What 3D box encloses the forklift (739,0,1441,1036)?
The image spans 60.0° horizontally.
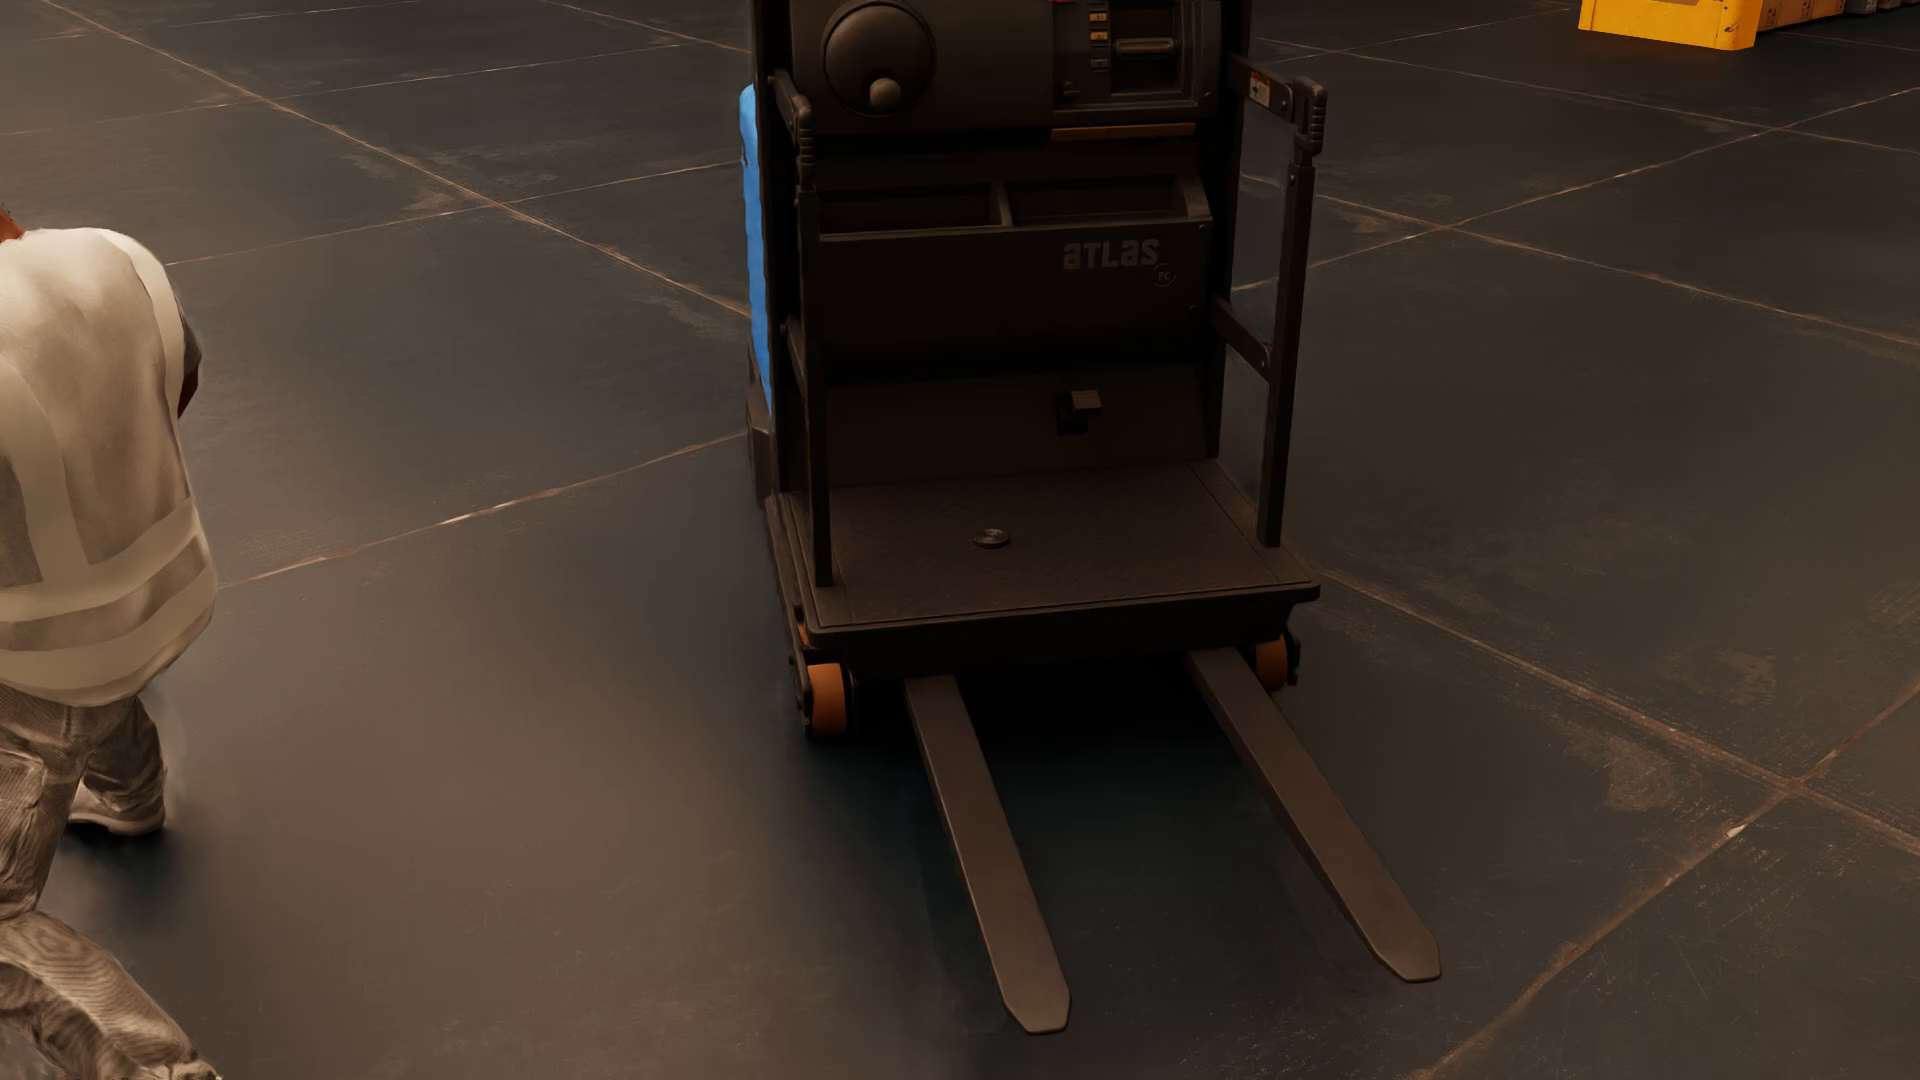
[{"bbox_3d":[0.144,-1.059,3.337,1.130,2.935,3.031,-5,27,-10],"label":"forklift"}]

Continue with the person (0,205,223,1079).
[{"bbox_3d":[-1.496,0.097,2.556,0.952,1.635,1.051,5,27,9],"label":"person"}]
